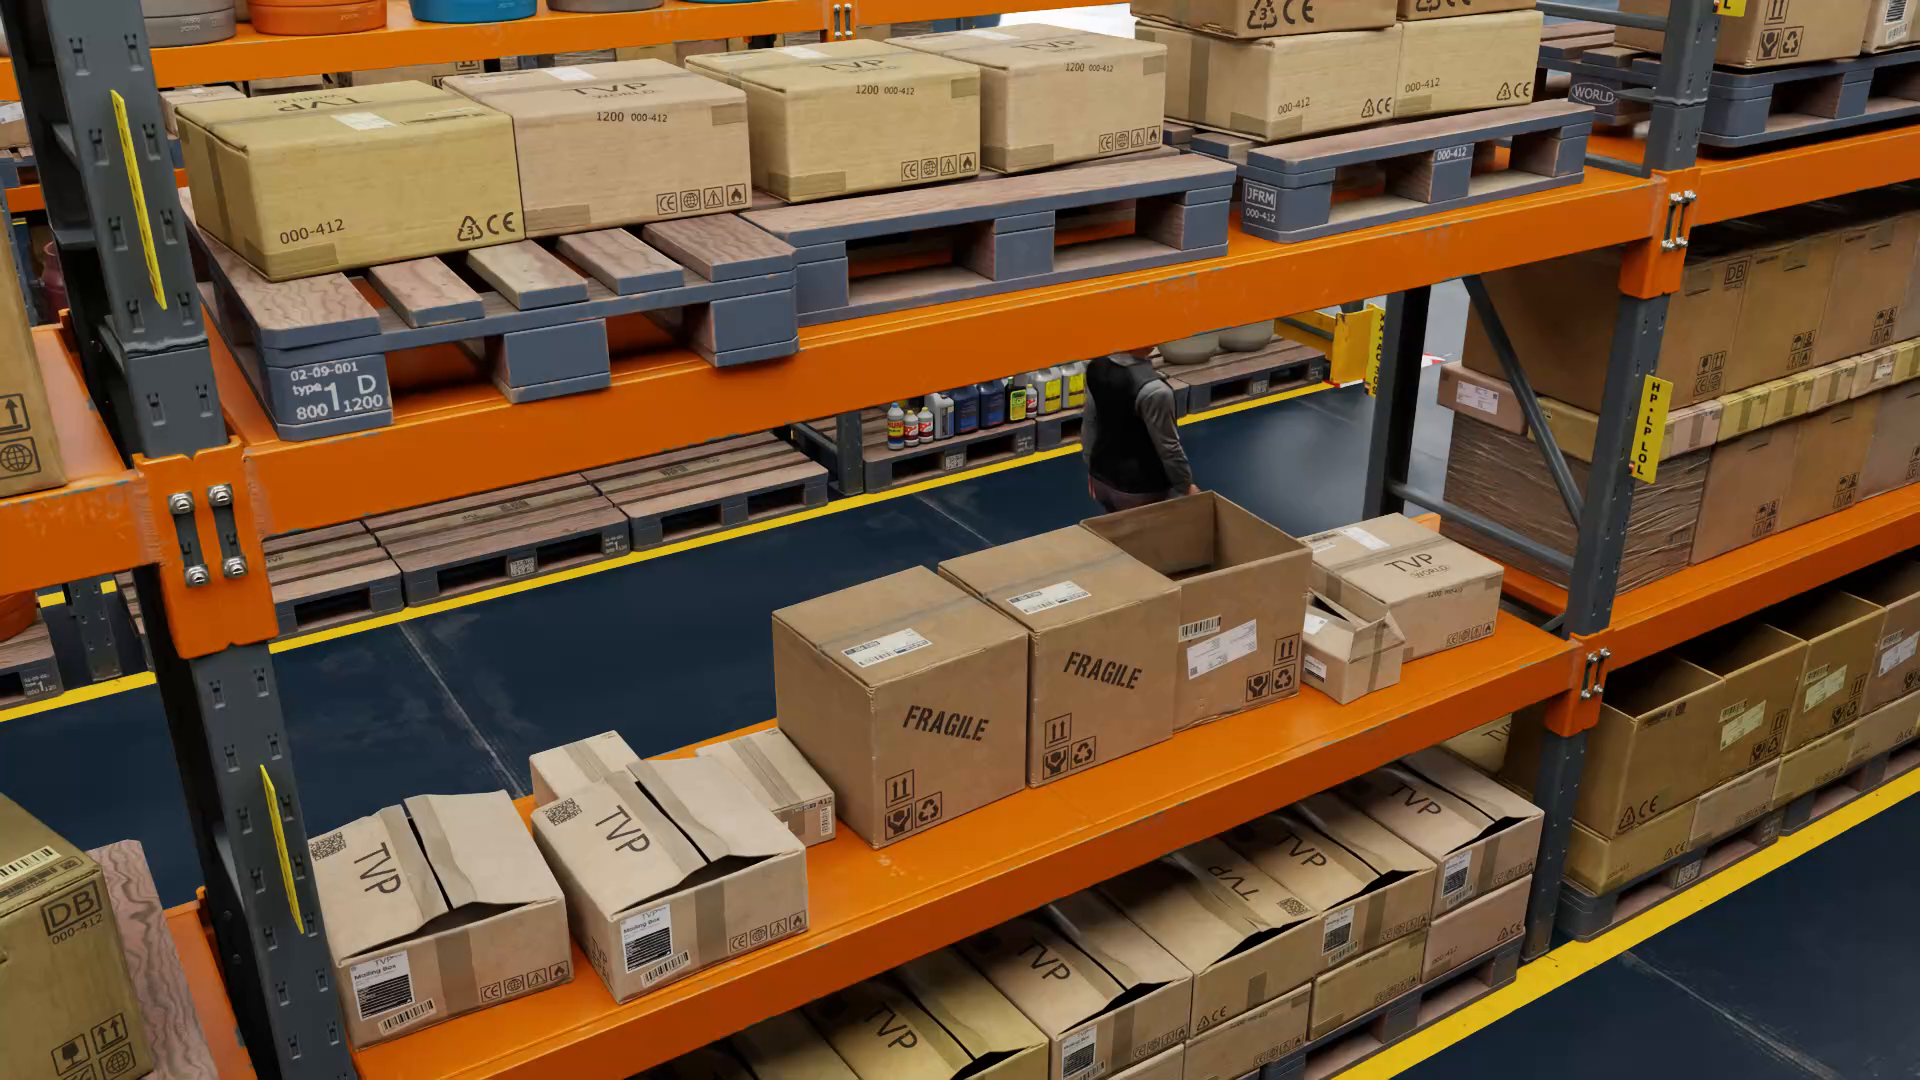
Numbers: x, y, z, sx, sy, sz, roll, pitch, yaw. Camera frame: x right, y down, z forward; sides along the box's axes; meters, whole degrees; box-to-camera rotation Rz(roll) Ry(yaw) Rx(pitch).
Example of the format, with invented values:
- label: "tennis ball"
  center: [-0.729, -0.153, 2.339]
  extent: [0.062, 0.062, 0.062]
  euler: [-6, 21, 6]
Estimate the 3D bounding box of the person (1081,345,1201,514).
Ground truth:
- label: "person"
  center: [0.846, -0.239, 7.660]
  extent: [0.466, 1.772, 0.571]
  euler: [-14, 28, -27]
